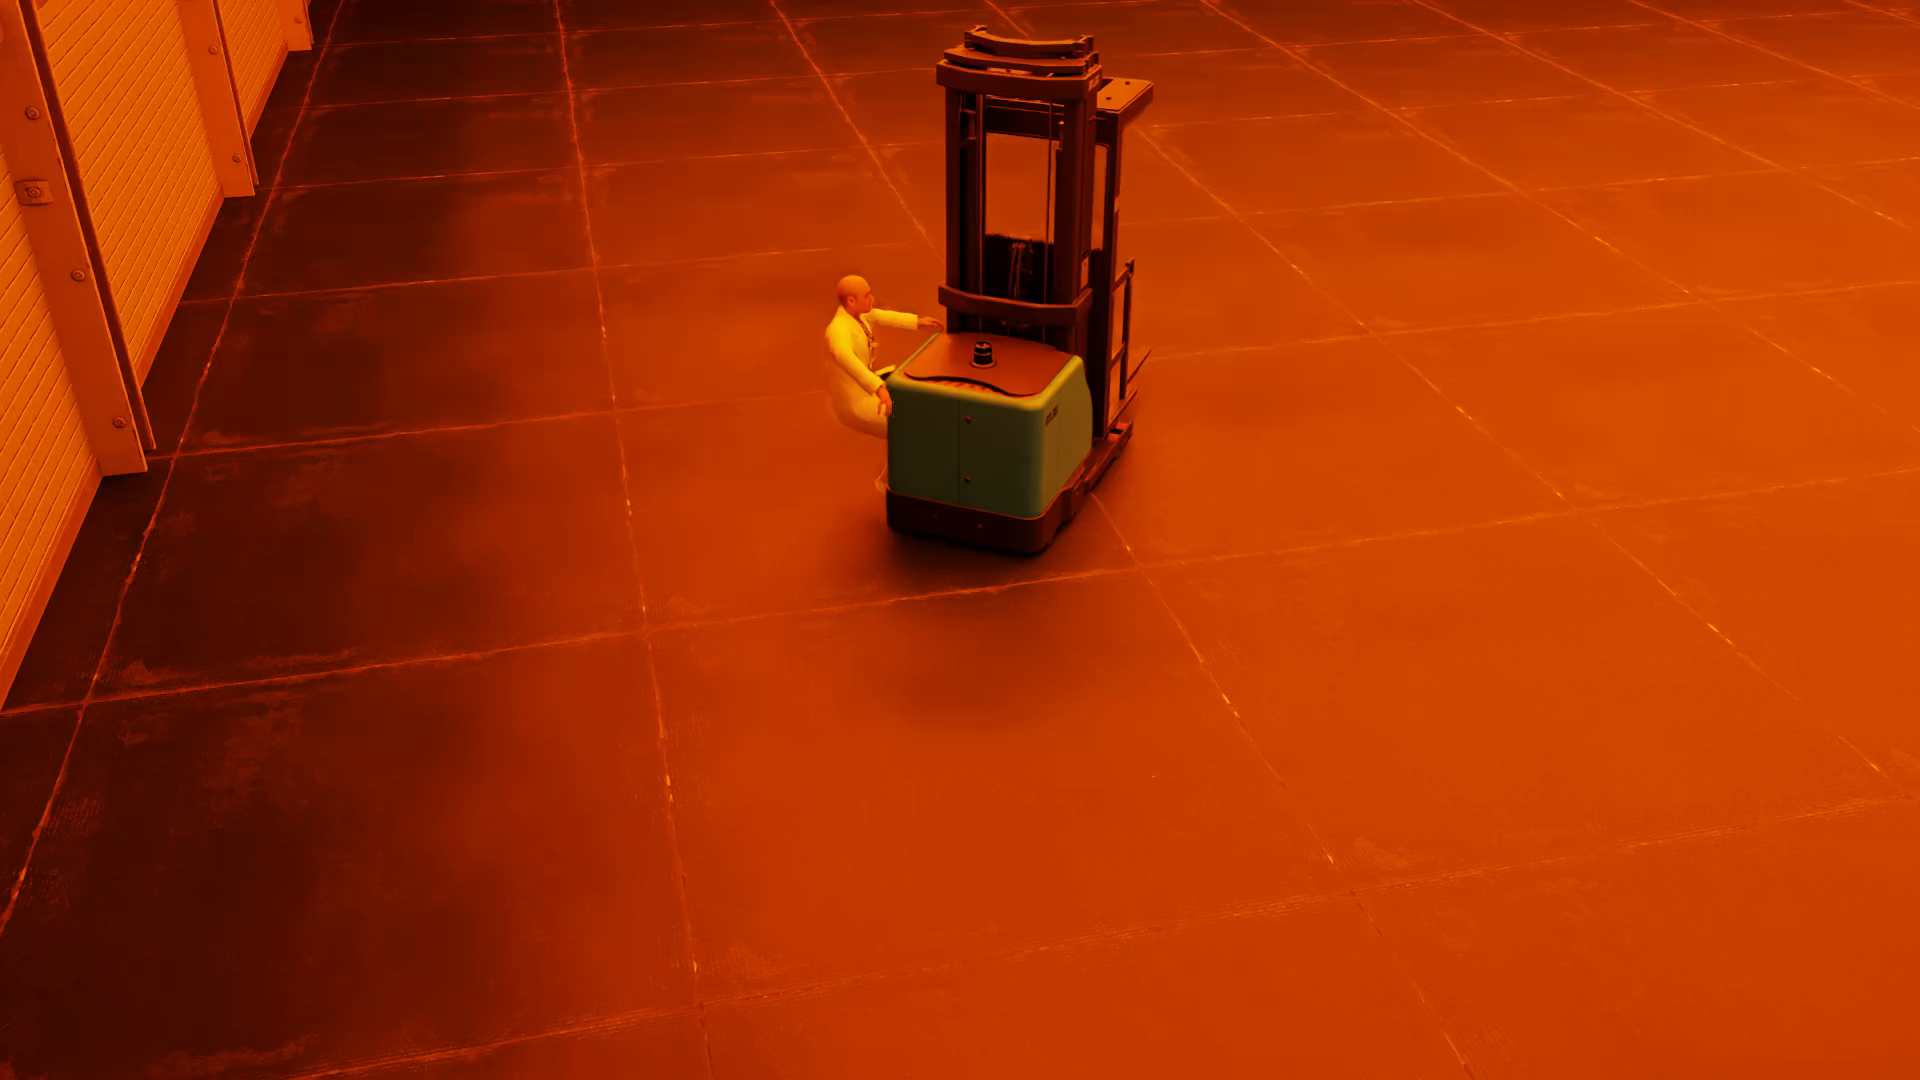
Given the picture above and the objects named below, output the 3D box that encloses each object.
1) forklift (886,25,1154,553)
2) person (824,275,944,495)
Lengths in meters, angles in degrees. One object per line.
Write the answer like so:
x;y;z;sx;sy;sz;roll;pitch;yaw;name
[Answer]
0.564;-1.909;10.873;1.130;2.935;3.031;12;32;19;forklift
-0.405;-0.935;10.575;0.892;1.511;1.097;-2;30;-3;person
